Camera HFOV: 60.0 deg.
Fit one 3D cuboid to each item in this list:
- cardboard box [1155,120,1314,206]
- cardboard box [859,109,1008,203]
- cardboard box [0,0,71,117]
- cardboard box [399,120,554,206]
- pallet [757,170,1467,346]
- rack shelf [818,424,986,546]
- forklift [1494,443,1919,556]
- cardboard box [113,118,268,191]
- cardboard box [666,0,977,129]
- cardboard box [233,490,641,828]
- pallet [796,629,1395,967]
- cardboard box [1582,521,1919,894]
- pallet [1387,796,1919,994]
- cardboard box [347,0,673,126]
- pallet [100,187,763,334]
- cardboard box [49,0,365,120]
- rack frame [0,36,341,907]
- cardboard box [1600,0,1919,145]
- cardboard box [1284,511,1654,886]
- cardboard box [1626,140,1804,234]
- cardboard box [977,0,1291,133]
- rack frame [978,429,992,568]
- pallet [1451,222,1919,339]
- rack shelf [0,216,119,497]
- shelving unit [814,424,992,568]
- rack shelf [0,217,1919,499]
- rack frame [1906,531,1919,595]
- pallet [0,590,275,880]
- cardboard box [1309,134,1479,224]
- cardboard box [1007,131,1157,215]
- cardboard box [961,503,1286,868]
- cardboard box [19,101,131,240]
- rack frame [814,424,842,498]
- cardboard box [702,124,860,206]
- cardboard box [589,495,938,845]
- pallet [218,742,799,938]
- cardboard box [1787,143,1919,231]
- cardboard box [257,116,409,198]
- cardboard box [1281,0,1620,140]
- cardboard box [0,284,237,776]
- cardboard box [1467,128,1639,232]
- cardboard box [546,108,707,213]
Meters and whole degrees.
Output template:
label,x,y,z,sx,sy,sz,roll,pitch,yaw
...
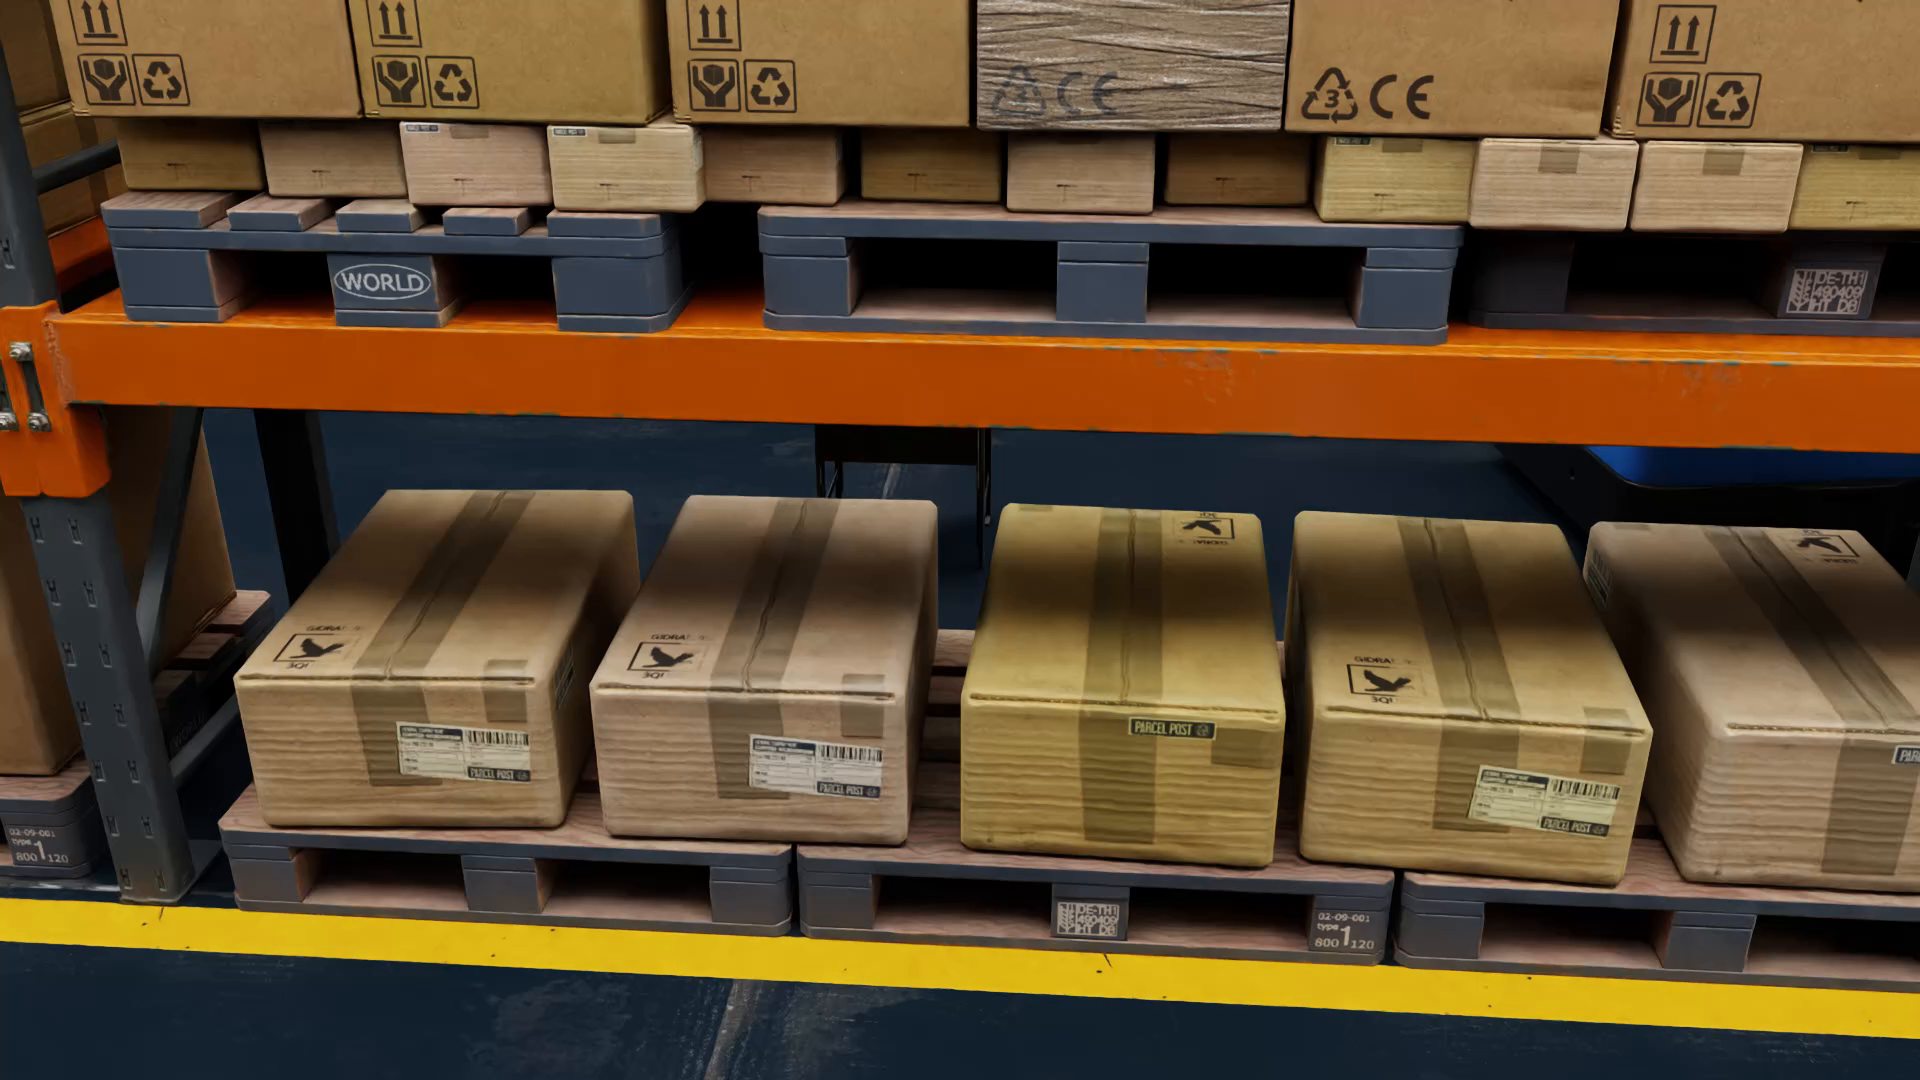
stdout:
label,x,y,z,sx,sy,sz,roll,pitch,yaw
cardboard box,0.491,-0.729,3.045,0.250,0.149,0.380,1,25,2
cardboard box,-0.030,-0.742,3.072,0.250,0.149,0.380,3,25,6
cardboard box,-2.179,-1.067,3.563,0.500,0.250,0.500,2,25,4
cardboard box,-0.834,-0.727,3.040,0.250,0.149,0.380,0,25,1
pallet,0.285,-0.656,3.317,1.213,0.211,1.003,2,25,4
rack shelf,-0.165,-0.311,5.121,0.480,0.518,0.431,2,25,4
forklift,3.408,-1.472,4.942,3.031,2.935,1.130,-2,25,-5
cardboard box,-1.382,-0.778,3.151,0.250,0.149,0.380,0,25,1
cardboard box,-0.211,-1.022,2.904,0.500,0.500,0.500,2,25,5
cardboard box,-1.130,0.236,3.790,0.625,0.372,0.950,0,25,0
pallet,0.300,0.543,3.817,1.213,0.211,1.003,2,25,4
cardboard box,1.773,0.326,3.595,0.625,0.372,0.950,2,25,5
pallet,1.520,0.581,3.735,1.213,0.211,1.003,2,25,4
cardboard box,-0.741,-1.036,2.935,0.500,0.500,0.500,3,25,7
pallet,-0.974,-0.724,3.464,1.003,0.211,1.213,2,25,4
cardboard box,-1.261,-1.050,2.965,0.500,0.500,0.500,1,25,3
rack frame,-1.692,-0.789,3.377,0.127,3.000,1.000,2,25,4
cardboard box,1.323,-0.967,2.786,0.500,0.500,0.500,2,25,4
cardboard box,1.056,0.304,3.641,0.625,0.372,0.950,3,25,7
cardboard box,1.240,-0.648,2.869,0.250,0.149,0.380,1,25,3
cardboard box,0.287,-1.003,2.863,0.500,0.500,0.500,1,25,2
rack frame,0.078,-0.951,4.806,0.015,2.100,0.400,2,25,4
pallet,1.545,-0.659,3.324,1.213,0.211,1.003,2,25,4
rack shelf,-3.686,-0.527,3.666,4.000,0.370,1.077,2,25,4
shelving unit,-0.165,-0.959,4.823,0.503,2.100,0.431,2,25,4
rack shelf,0.302,-0.399,3.388,4.000,0.370,1.077,2,25,4
rack frame,2.296,-0.661,3.099,0.127,3.000,1.000,2,25,4
pallet,-2.473,0.421,4.083,1.213,0.211,1.003,2,25,4
cardboard box,0.746,-0.678,2.933,0.250,0.149,0.380,2,25,4
cardboard box,0.225,-0.706,2.994,0.250,0.149,0.380,3,25,6
cardboard box,0.362,0.283,3.688,0.625,0.372,0.950,3,25,6
cardboard box,-2.161,-0.842,3.670,0.500,0.250,0.500,1,25,3
rack frame,-0.408,-0.967,4.840,0.015,2.100,0.400,2,25,4
cardboard box,-0.315,-0.734,3.056,0.250,0.149,0.380,3,25,7
cardboard box,-0.393,0.256,3.746,0.625,0.372,0.950,1,25,3
pallet,-0.913,0.503,3.904,1.213,0.211,1.003,2,25,4
cardboard box,1.500,-0.655,2.884,0.250,0.149,0.380,1,25,2
cardboard box,-1.103,-0.755,3.101,0.250,0.149,0.380,0,25,1
cardboard box,0.809,-0.986,2.827,0.500,0.500,0.500,3,25,6
cardboard box,-2.375,-0.072,3.857,0.875,0.875,0.875,2,25,4
cardboard box,0.986,-0.655,2.884,0.250,0.149,0.380,2,25,4
cardboard box,-0.561,-0.710,3.002,0.250,0.149,0.380,2,25,4
